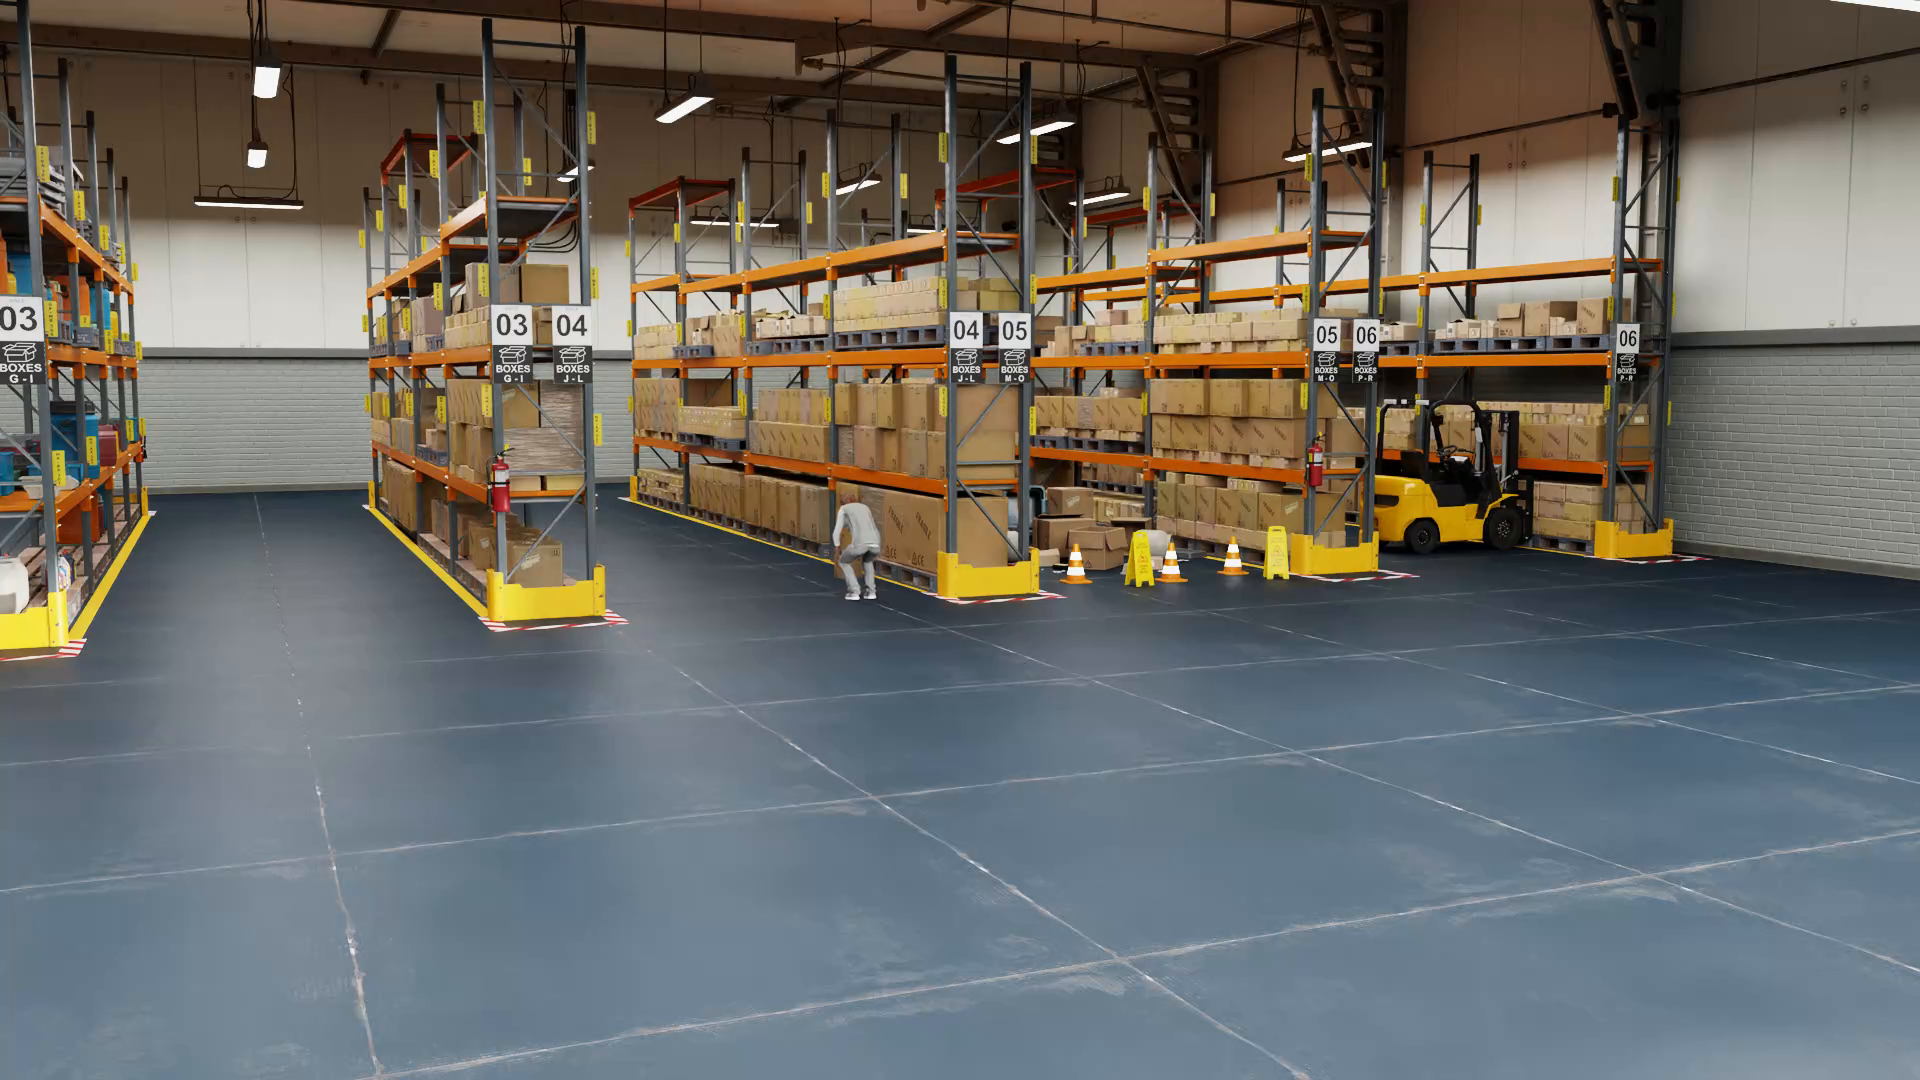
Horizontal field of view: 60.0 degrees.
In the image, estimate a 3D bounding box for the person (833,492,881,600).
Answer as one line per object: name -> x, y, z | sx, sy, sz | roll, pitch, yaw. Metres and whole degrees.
person -> -1.158, 0.079, 18.590 | 0.462, 1.175, 0.710 | -2, 6, -24
